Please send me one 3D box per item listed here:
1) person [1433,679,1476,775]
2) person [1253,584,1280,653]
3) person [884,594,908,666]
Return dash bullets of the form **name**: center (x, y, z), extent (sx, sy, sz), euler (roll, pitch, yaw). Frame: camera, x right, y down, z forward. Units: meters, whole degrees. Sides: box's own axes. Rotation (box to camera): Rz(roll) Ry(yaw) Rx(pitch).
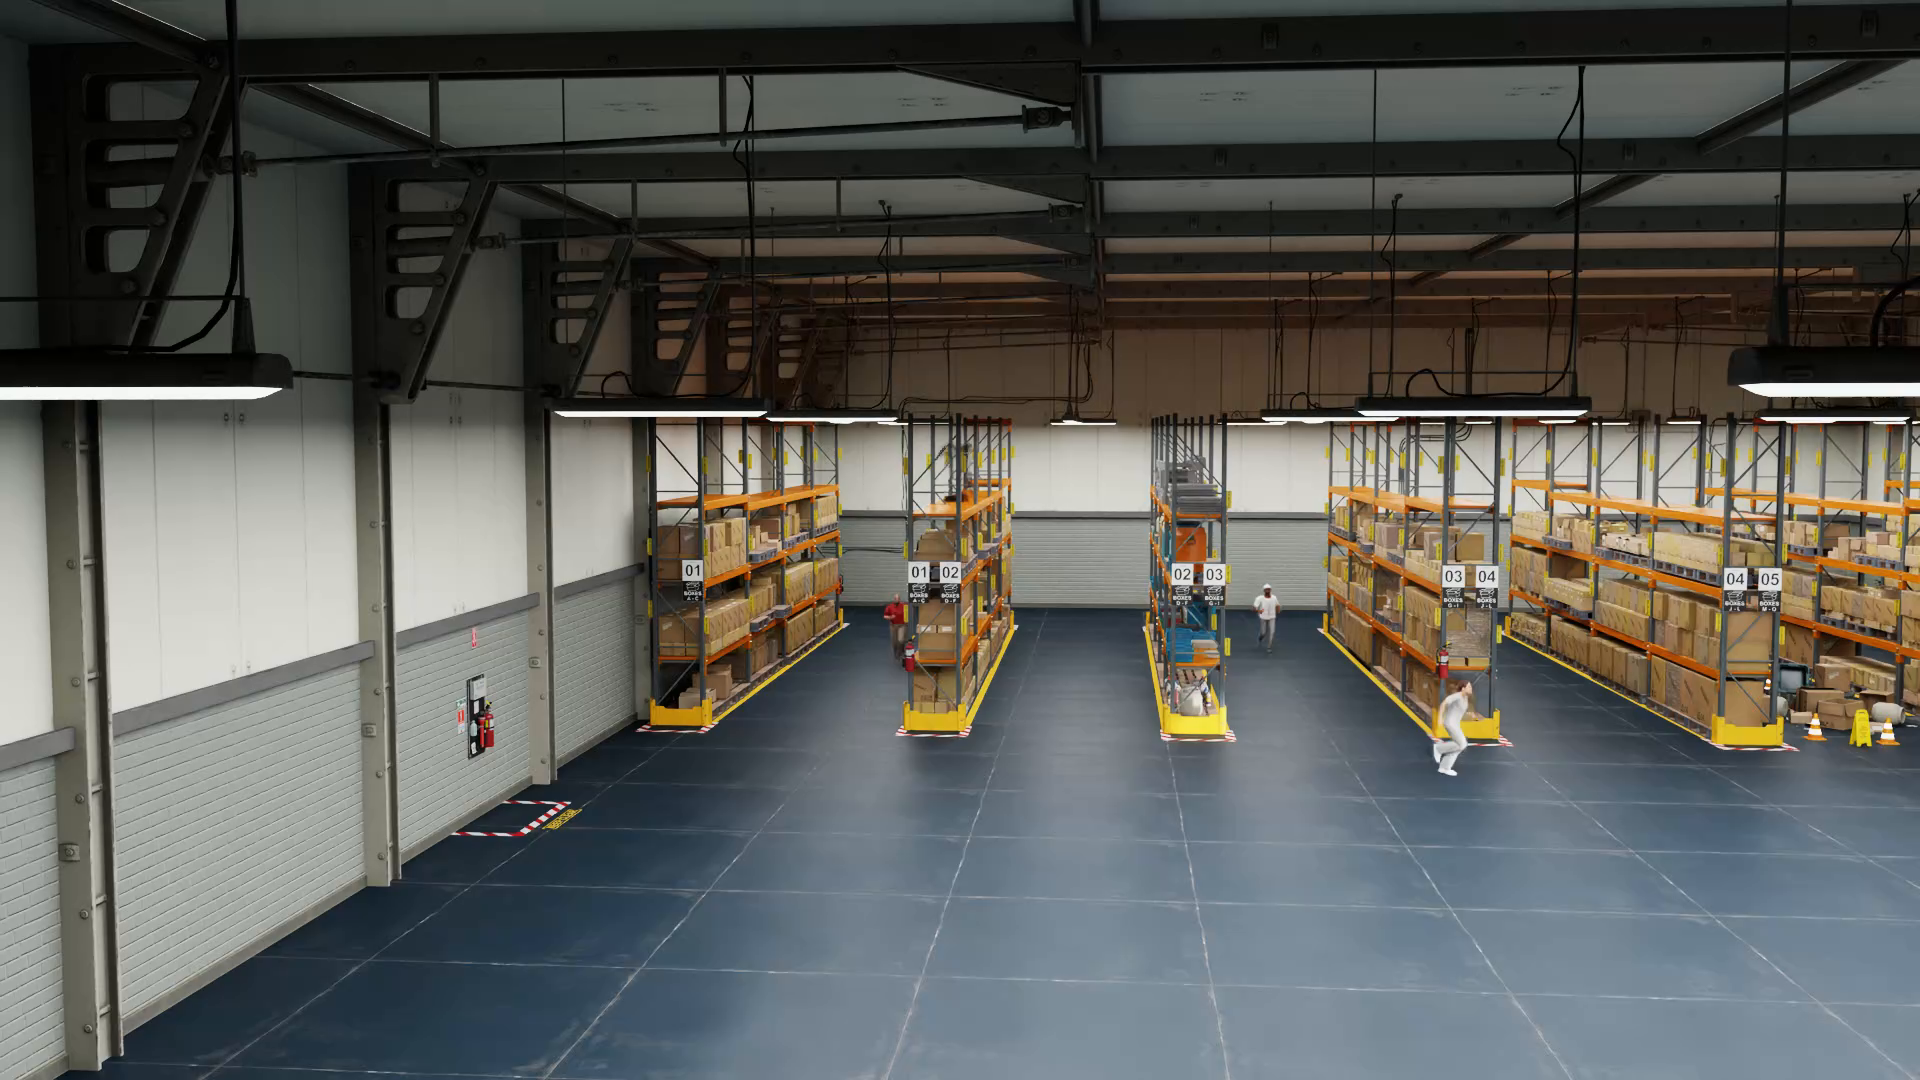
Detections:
- **person**: center (8.190, 3.087, 27.509), extent (0.688, 1.597, 0.553), euler (2, 5, 32)
- **person**: center (7.862, 1.998, 42.548), extent (0.714, 1.733, 0.791), euler (0, 4, -6)
- **person**: center (-1.497, 2.172, 40.214), extent (0.688, 1.759, 0.857), euler (0, 4, 0)
